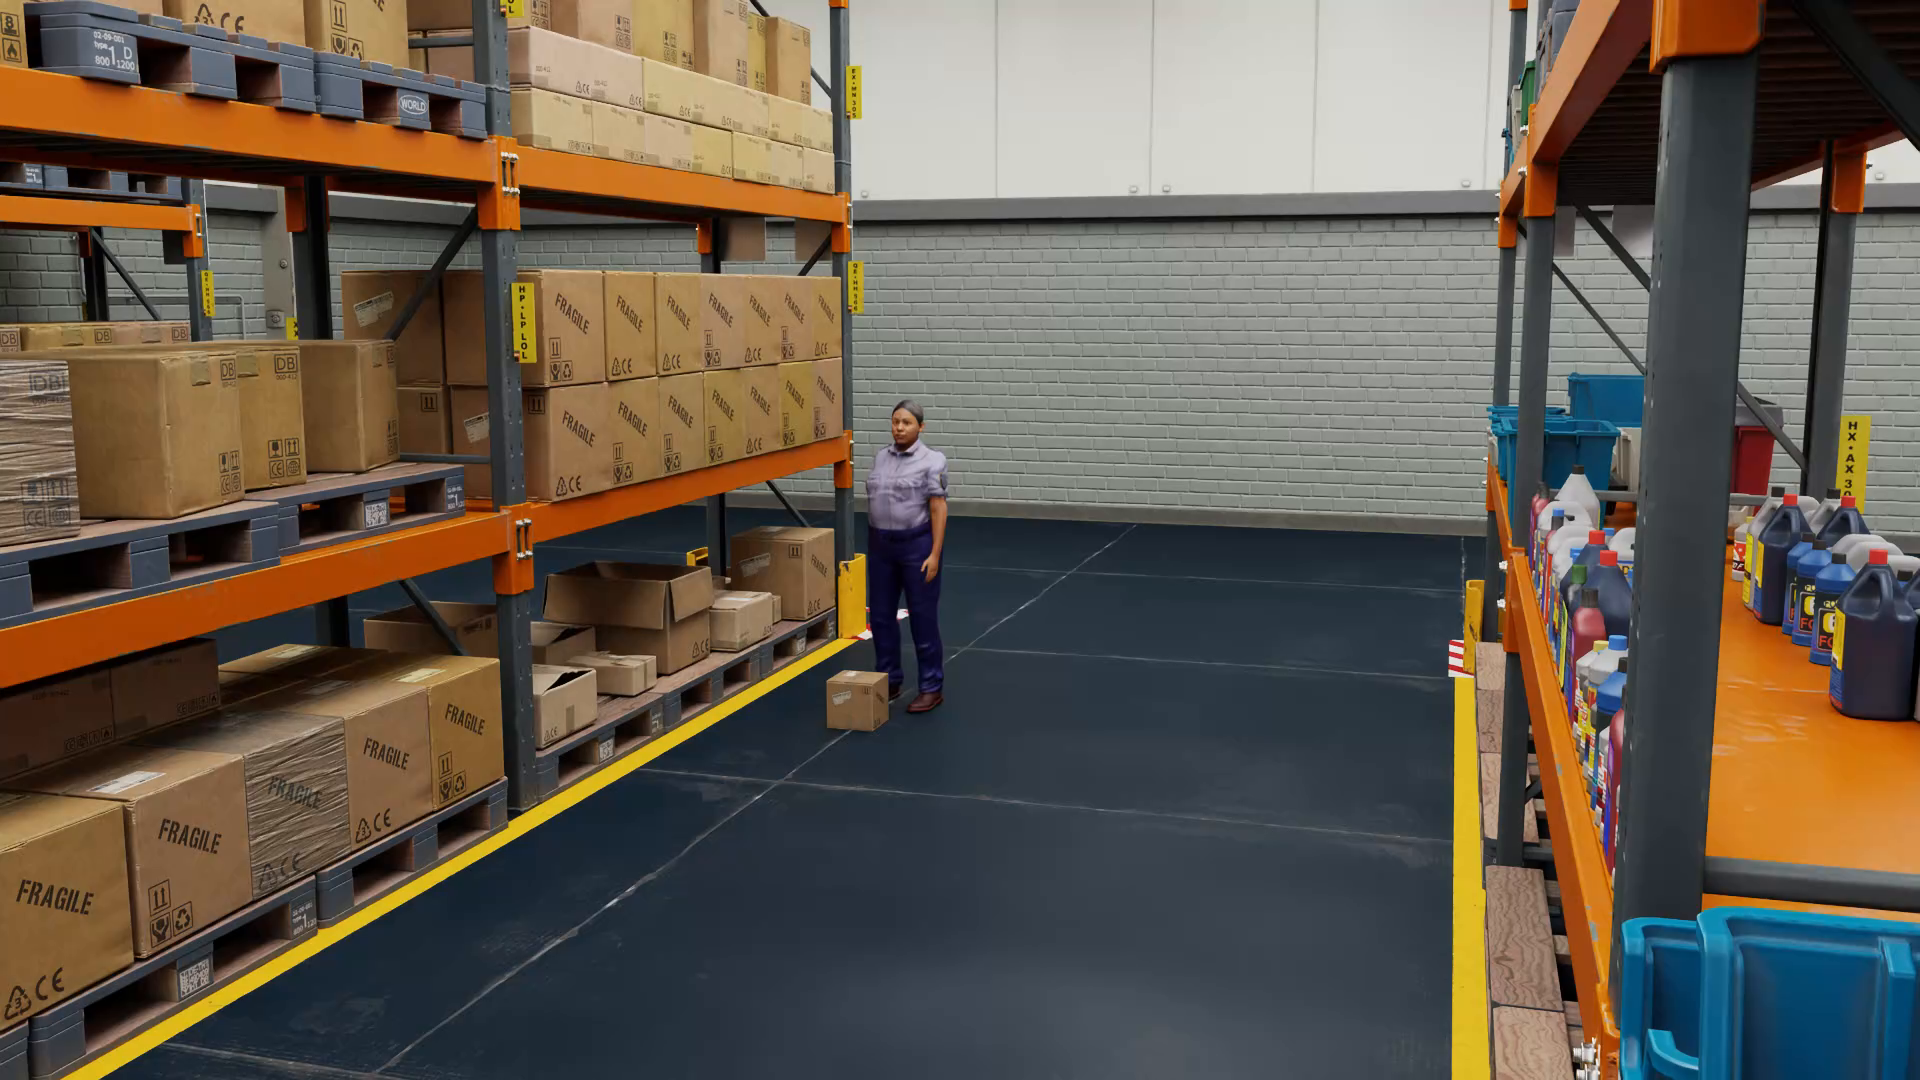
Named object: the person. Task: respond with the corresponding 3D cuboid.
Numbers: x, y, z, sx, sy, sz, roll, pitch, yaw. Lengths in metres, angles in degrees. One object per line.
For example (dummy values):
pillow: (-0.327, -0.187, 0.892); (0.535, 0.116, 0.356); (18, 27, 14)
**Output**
person: (-0.292, 0.080, 8.864); (0.467, 1.649, 0.332); (5, 10, 30)
